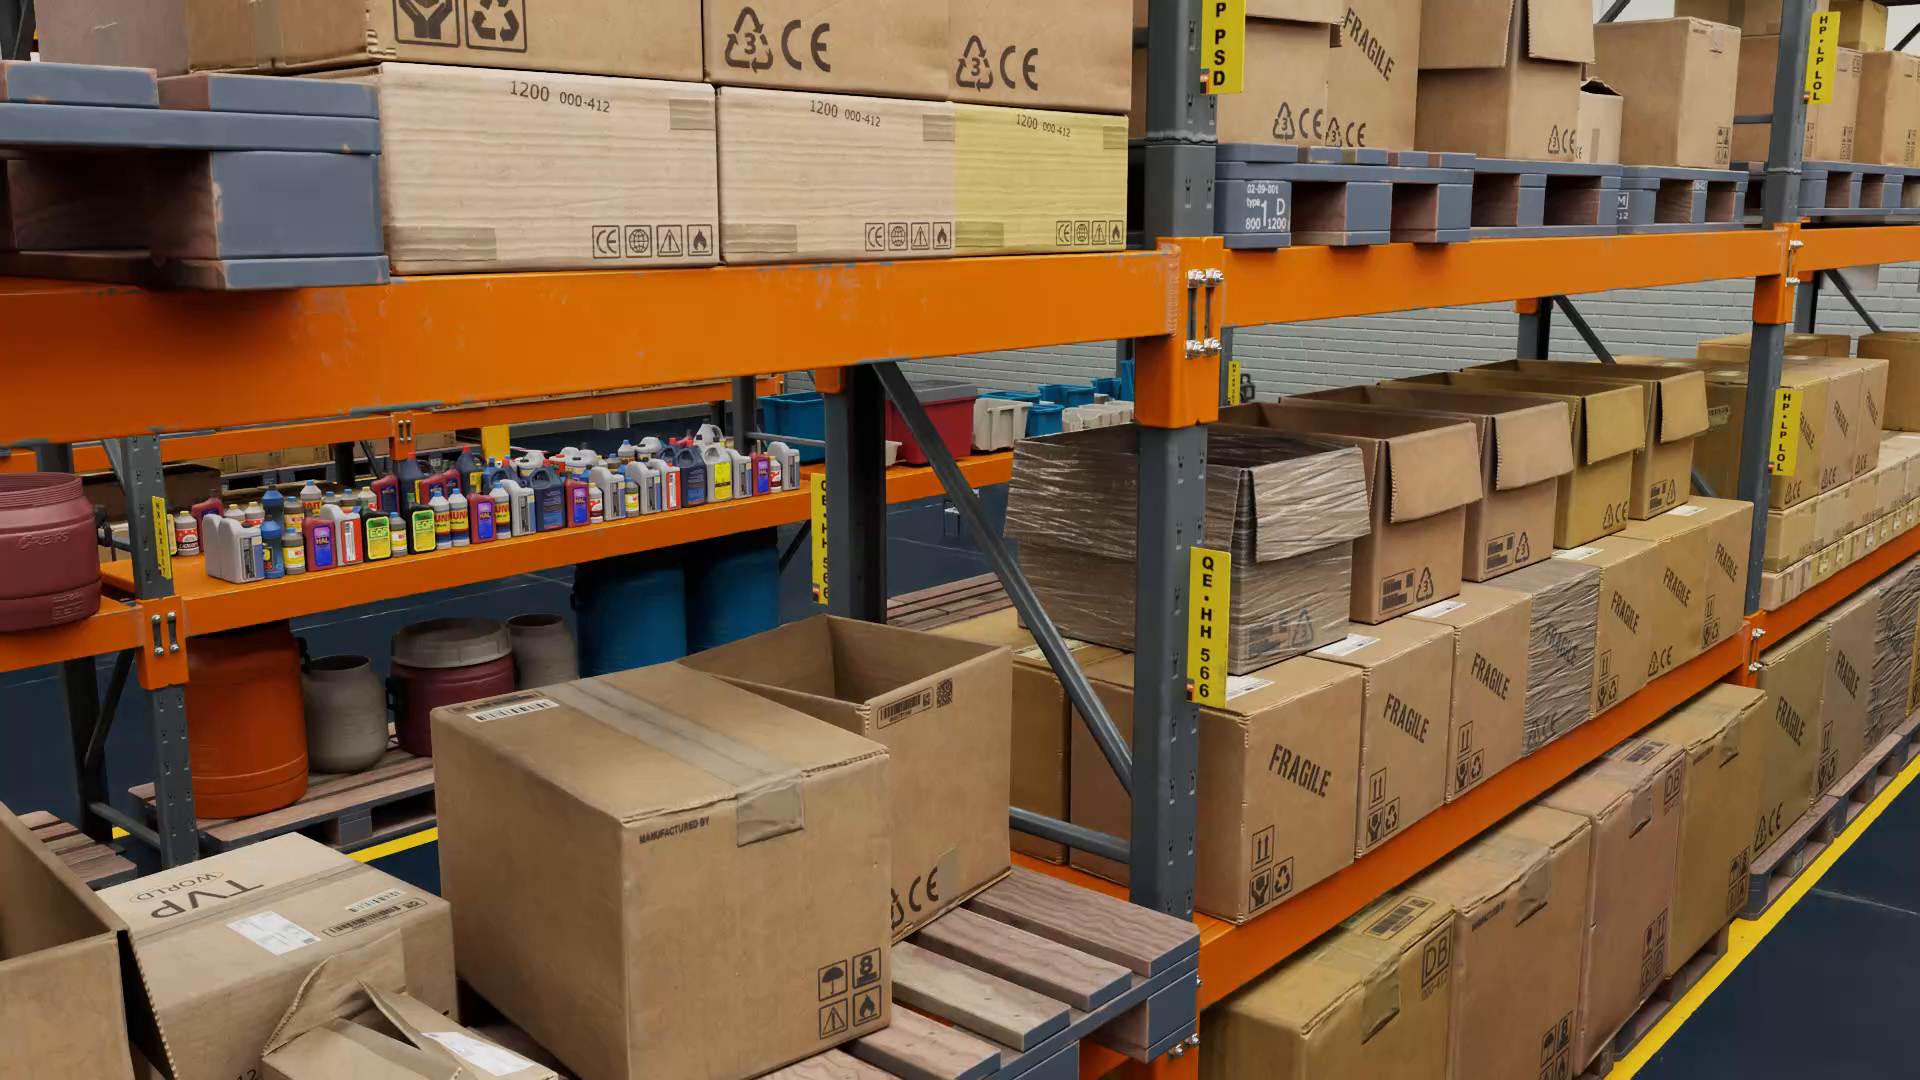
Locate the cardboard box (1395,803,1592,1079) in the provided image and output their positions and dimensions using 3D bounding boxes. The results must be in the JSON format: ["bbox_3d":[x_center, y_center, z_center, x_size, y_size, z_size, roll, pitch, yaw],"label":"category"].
[{"bbox_3d":[1.156,1.247,5.163,1.225,0.875,0.875,10,15,41],"label":"cardboard box"}]

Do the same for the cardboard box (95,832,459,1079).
[{"bbox_3d":[-1.188,0.724,2.737,0.500,0.250,0.500,9,15,39],"label":"cardboard box"}]

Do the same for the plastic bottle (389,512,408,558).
[{"bbox_3d":[-2.611,-0.026,7.691,0.097,0.201,0.097,0,11,0],"label":"plastic bottle"}]

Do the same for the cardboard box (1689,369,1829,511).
[{"bbox_3d":[3.240,-0.426,6.895,0.500,0.500,0.500,10,15,40],"label":"cardboard box"}]

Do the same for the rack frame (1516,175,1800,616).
[{"bbox_3d":[2.731,0.051,6.796,1.000,3.000,0.127,10,15,40],"label":"rack frame"}]

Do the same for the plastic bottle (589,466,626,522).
[{"bbox_3d":[-1.823,-0.247,8.604,0.152,0.276,0.135,10,15,40],"label":"plastic bottle"}]

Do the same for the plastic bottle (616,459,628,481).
[{"bbox_3d":[-1.775,-0.292,8.842,0.097,0.271,0.097,0,11,0],"label":"plastic bottle"}]

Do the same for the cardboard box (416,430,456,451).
[{"bbox_3d":[-6.178,-1.323,18.985,0.700,0.500,0.500,10,15,40],"label":"cardboard box"}]

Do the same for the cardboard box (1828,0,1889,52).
[{"bbox_3d":[4.031,-2.384,7.833,0.500,0.250,0.500,9,15,39],"label":"cardboard box"}]

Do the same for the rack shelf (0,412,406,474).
[{"bbox_3d":[-6.028,-0.583,11.808,1.077,0.370,4.000,10,15,40],"label":"rack shelf"}]

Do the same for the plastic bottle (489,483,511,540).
[{"bbox_3d":[-2.242,-0.143,8.096,0.097,0.271,0.097,0,11,0],"label":"plastic bottle"}]

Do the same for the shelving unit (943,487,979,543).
[{"bbox_3d":[0.005,-0.442,14.629,0.258,0.900,0.210,10,15,40],"label":"shelving unit"}]

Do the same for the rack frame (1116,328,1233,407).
[{"bbox_3d":[1.651,-1.178,12.949,1.000,3.000,0.127,10,15,40],"label":"rack frame"}]

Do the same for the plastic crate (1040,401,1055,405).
[{"bbox_3d":[0.519,-0.948,12.317,0.250,0.136,0.298,10,15,40],"label":"plastic crate"}]

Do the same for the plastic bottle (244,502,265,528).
[{"bbox_3d":[-3.377,-0.081,7.964,0.097,0.201,0.097,0,11,0],"label":"plastic bottle"}]

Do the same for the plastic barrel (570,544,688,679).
[{"bbox_3d":[-1.829,0.416,9.255,0.600,0.901,0.708,10,15,40],"label":"plastic barrel"}]

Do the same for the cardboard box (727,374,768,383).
[{"bbox_3d":[-2.158,-1.766,15.642,0.500,0.500,0.500,10,15,42],"label":"cardboard box"}]

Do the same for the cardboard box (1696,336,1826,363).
[{"bbox_3d":[4.185,-0.791,8.722,0.500,0.500,0.500,9,15,39],"label":"cardboard box"}]

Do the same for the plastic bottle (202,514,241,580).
[{"bbox_3d":[-3.215,0.019,7.276,0.152,0.276,0.135,10,15,40],"label":"plastic bottle"}]

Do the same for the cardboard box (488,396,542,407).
[{"bbox_3d":[-3.831,-1.395,13.780,0.500,0.500,0.500,10,15,41],"label":"cardboard box"}]

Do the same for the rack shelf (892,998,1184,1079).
[{"bbox_3d":[-1.229,1.287,2.447,1.077,0.370,4.000,10,15,40],"label":"rack shelf"}]

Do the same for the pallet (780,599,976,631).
[{"bbox_3d":[-0.533,0.665,10.842,1.003,0.211,1.213,10,15,40],"label":"pallet"}]

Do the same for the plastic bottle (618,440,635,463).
[{"bbox_3d":[-1.920,-0.440,9.583,0.097,0.271,0.097,0,11,0],"label":"plastic bottle"}]

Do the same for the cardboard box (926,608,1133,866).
[{"bbox_3d":[0.230,0.486,4.363,0.500,0.500,0.500,10,15,42],"label":"cardboard box"}]

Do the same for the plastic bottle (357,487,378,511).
[{"bbox_3d":[-2.991,-0.167,8.394,0.097,0.201,0.097,0,11,0],"label":"plastic bottle"}]

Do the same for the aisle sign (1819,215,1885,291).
[{"bbox_3d":[5.194,-1.861,9.735,0.394,0.787,0.004,10,15,40],"label":"aisle sign"}]

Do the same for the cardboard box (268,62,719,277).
[{"bbox_3d":[-0.690,-0.508,2.319,0.500,0.250,0.500,10,15,42],"label":"cardboard box"}]

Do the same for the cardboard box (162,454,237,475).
[{"bbox_3d":[-7.860,-0.947,17.103,0.700,0.500,0.500,10,15,41],"label":"cardboard box"}]

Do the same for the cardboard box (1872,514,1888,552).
[{"bbox_3d":[4.204,-0.056,7.972,0.380,0.149,0.250,9,15,39],"label":"cardboard box"}]

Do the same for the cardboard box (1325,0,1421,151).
[{"bbox_3d":[0.943,-1.324,4.693,0.500,0.500,0.500,11,16,43],"label":"cardboard box"}]

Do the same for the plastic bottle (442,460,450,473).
[{"bbox_3d":[-2.719,-0.273,8.717,0.061,0.283,0.133,10,15,40],"label":"plastic bottle"}]

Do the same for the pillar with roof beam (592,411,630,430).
[{"bbox_3d":[-1.424,-5.353,18.536,9.100,9.000,0.400,10,15,40],"label":"pillar with roof beam"}]

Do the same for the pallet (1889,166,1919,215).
[{"bbox_3d":[4.085,-1.674,8.001,1.003,0.211,1.213,10,15,40],"label":"pallet"}]

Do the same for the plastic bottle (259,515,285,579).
[{"bbox_3d":[-3.004,0.027,7.245,0.097,0.271,0.097,0,11,0],"label":"plastic bottle"}]

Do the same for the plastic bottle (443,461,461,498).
[{"bbox_3d":[-2.673,-0.265,8.678,0.061,0.283,0.133,10,15,40],"label":"plastic bottle"}]

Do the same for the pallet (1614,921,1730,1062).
[{"bbox_3d":[2.279,1.542,6.452,1.003,0.211,1.213,10,15,40],"label":"pallet"}]

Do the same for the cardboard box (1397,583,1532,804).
[{"bbox_3d":[1.290,0.402,4.782,0.500,0.500,0.500,9,15,39],"label":"cardboard box"}]

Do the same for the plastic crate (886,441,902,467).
[{"bbox_3d":[-0.575,-0.539,10.272,0.396,0.136,0.243,10,15,40],"label":"plastic crate"}]

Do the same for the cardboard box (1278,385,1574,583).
[{"bbox_3d":[1.456,-0.202,5.246,0.797,0.503,0.637,10,15,42],"label":"cardboard box"}]

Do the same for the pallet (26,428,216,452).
[{"bbox_3d":[-6.068,-0.834,11.719,1.003,0.211,1.213,10,15,40],"label":"pallet"}]

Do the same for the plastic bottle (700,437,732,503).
[{"bbox_3d":[-1.350,-0.387,9.118,0.144,0.351,0.185,10,15,40],"label":"plastic bottle"}]

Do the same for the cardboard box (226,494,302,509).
[{"bbox_3d":[-5.151,-0.039,12.505,0.500,0.500,0.500,10,15,41],"label":"cardboard box"}]

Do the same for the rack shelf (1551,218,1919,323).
[{"bbox_3d":[4.052,-1.361,8.046,1.077,0.370,4.000,10,15,40],"label":"rack shelf"}]

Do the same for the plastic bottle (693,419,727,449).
[{"bbox_3d":[-1.492,-0.549,9.928,0.144,0.351,0.185,10,15,40],"label":"plastic bottle"}]

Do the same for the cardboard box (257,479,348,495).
[{"bbox_3d":[-5.210,-0.180,13.214,0.500,0.500,0.500,9,14,38],"label":"cardboard box"}]

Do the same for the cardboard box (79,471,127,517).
[{"bbox_3d":[-6.201,-0.327,12.034,0.500,0.250,0.500,9,15,39],"label":"cardboard box"}]

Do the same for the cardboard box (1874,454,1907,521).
[{"bbox_3d":[4.239,-0.277,8.064,0.500,0.250,0.500,10,15,40],"label":"cardboard box"}]

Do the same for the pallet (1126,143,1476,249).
[{"bbox_3d":[0.476,-0.840,4.083,1.213,0.211,1.003,11,16,43],"label":"pallet"}]

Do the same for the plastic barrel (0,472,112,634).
[{"bbox_3d":[-3.708,0.040,6.504,0.600,0.536,0.708,10,15,40],"label":"plastic barrel"}]

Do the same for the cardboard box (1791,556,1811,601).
[{"bbox_3d":[3.350,0.135,7.017,0.380,0.149,0.250,9,14,38],"label":"cardboard box"}]

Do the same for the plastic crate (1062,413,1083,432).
[{"bbox_3d":[0.700,-0.803,11.595,0.298,0.136,0.250,10,15,40],"label":"plastic crate"}]

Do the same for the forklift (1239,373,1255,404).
[{"bbox_3d":[2.327,-1.572,15.097,3.031,2.935,1.130,1,11,7],"label":"forklift"}]

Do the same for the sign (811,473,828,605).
[{"bbox_3d":[-0.328,0.001,4.093,0.100,0.325,0.005,10,15,40],"label":"sign"}]
